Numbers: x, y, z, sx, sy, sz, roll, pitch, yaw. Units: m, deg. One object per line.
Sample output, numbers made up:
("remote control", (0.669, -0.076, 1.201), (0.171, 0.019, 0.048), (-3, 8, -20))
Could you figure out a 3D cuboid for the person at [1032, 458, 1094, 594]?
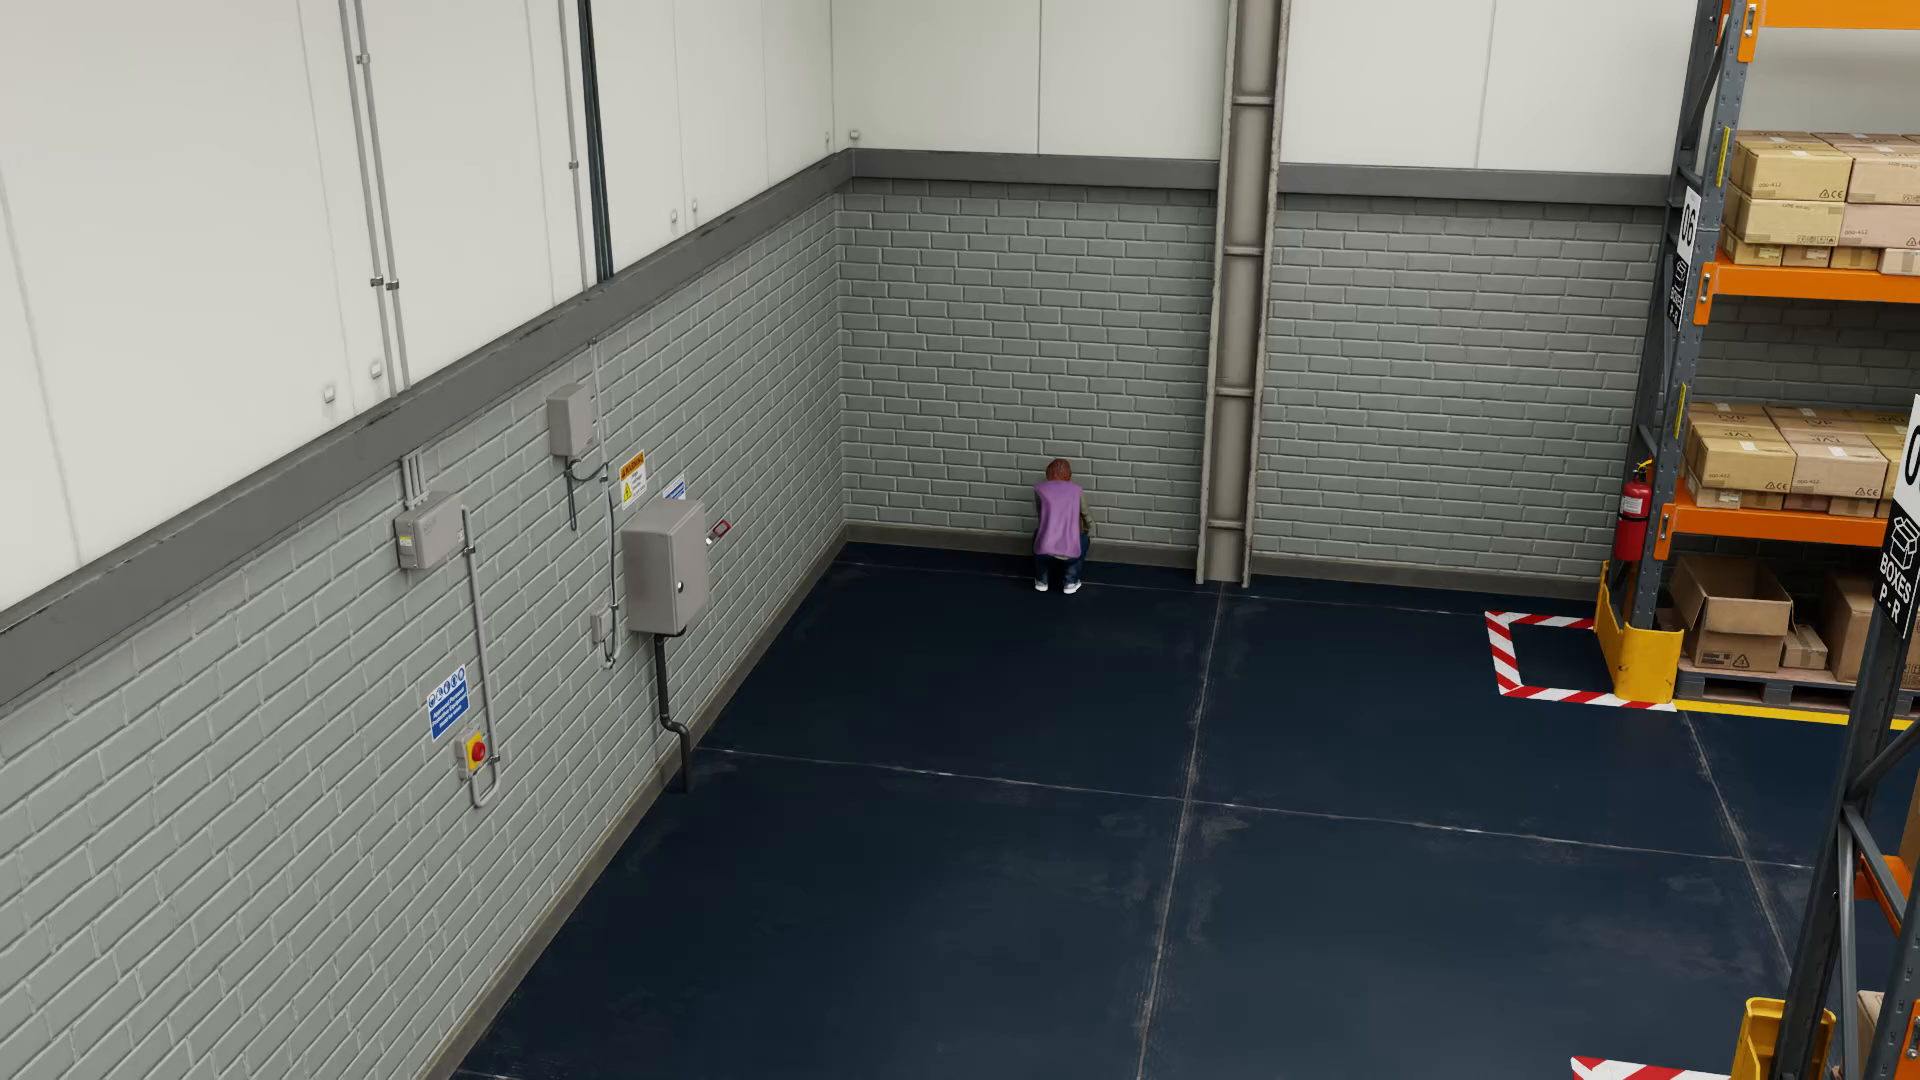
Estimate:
("person", (0.750, -0.100, 12.322), (0.450, 0.883, 0.805), (4, 22, 11))
